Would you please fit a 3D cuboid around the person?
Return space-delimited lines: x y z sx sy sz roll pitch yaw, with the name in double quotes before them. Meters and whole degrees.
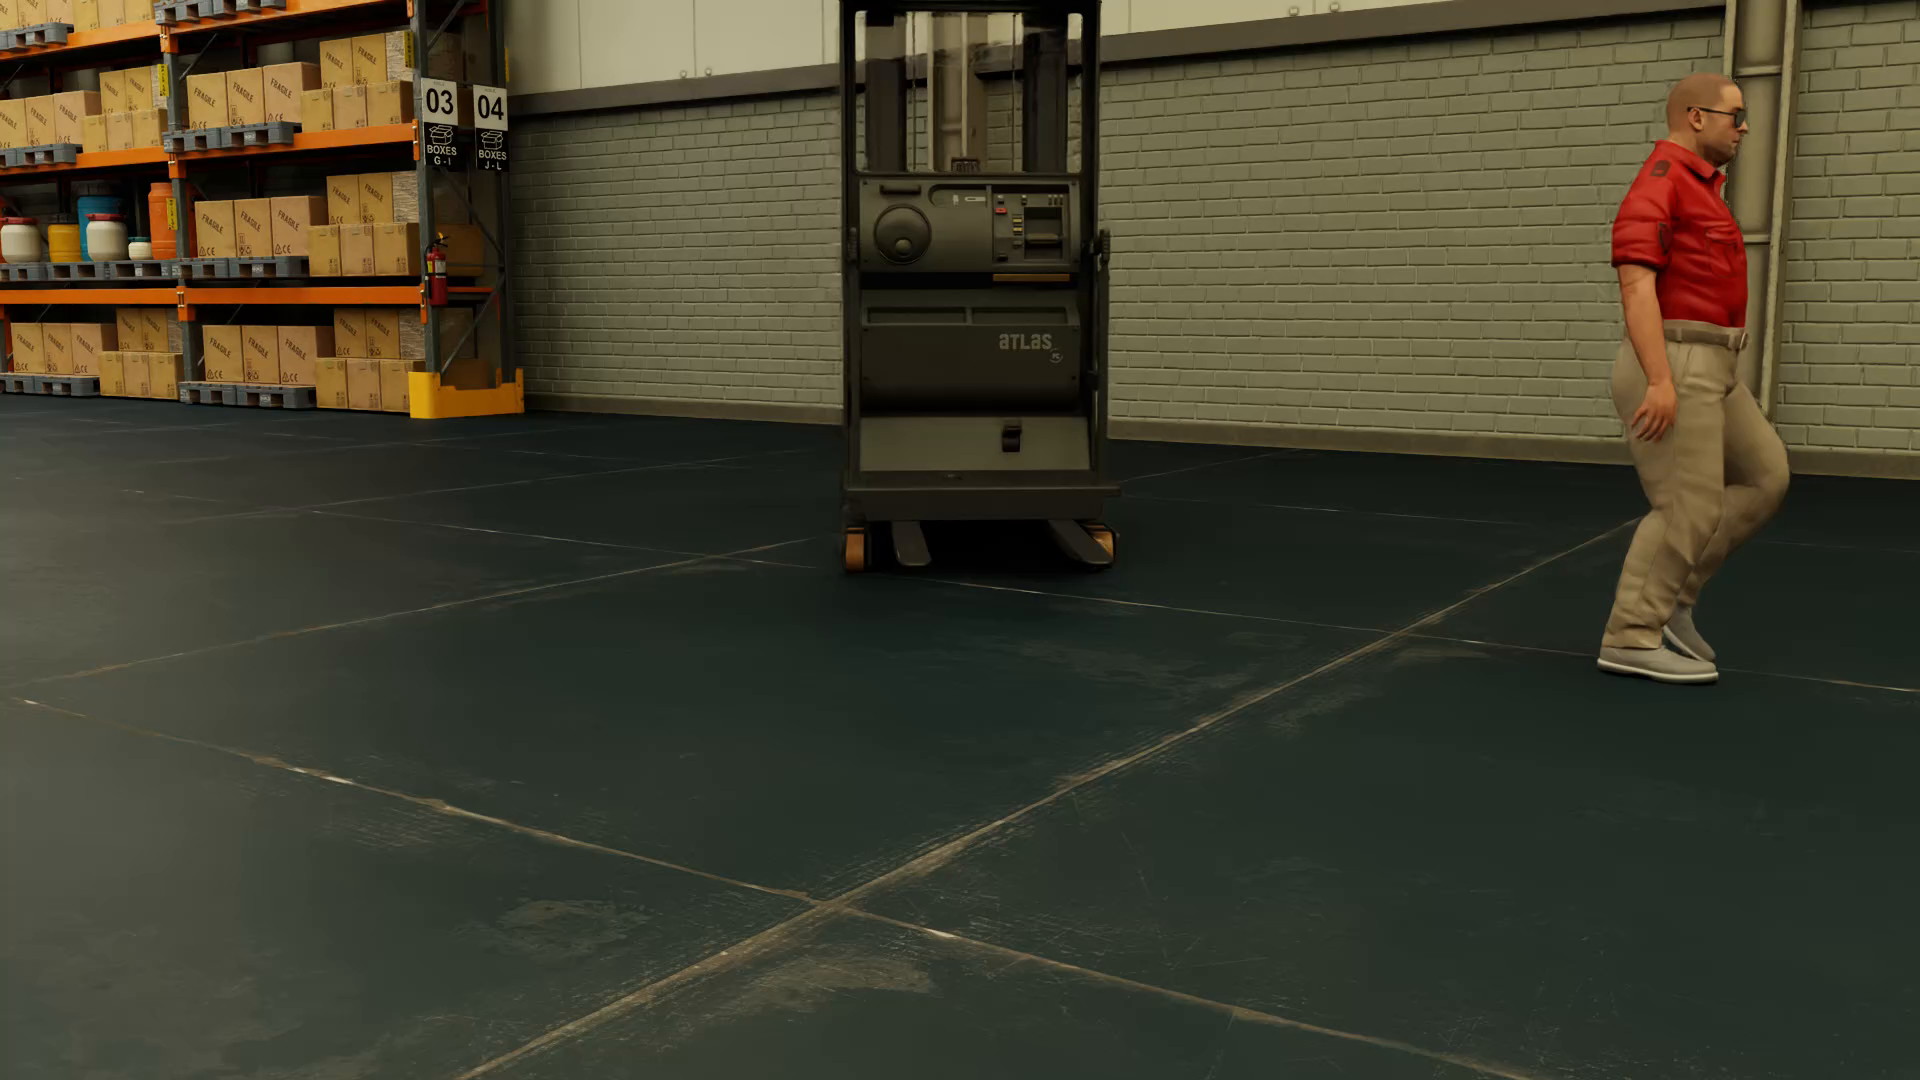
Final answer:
"person" 2.118 -0.447 4.743 0.467 1.726 0.666 5 9 29

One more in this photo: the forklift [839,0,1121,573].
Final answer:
"forklift" 0.058 -1.364 6.786 1.130 2.935 3.031 -1 8 -4
